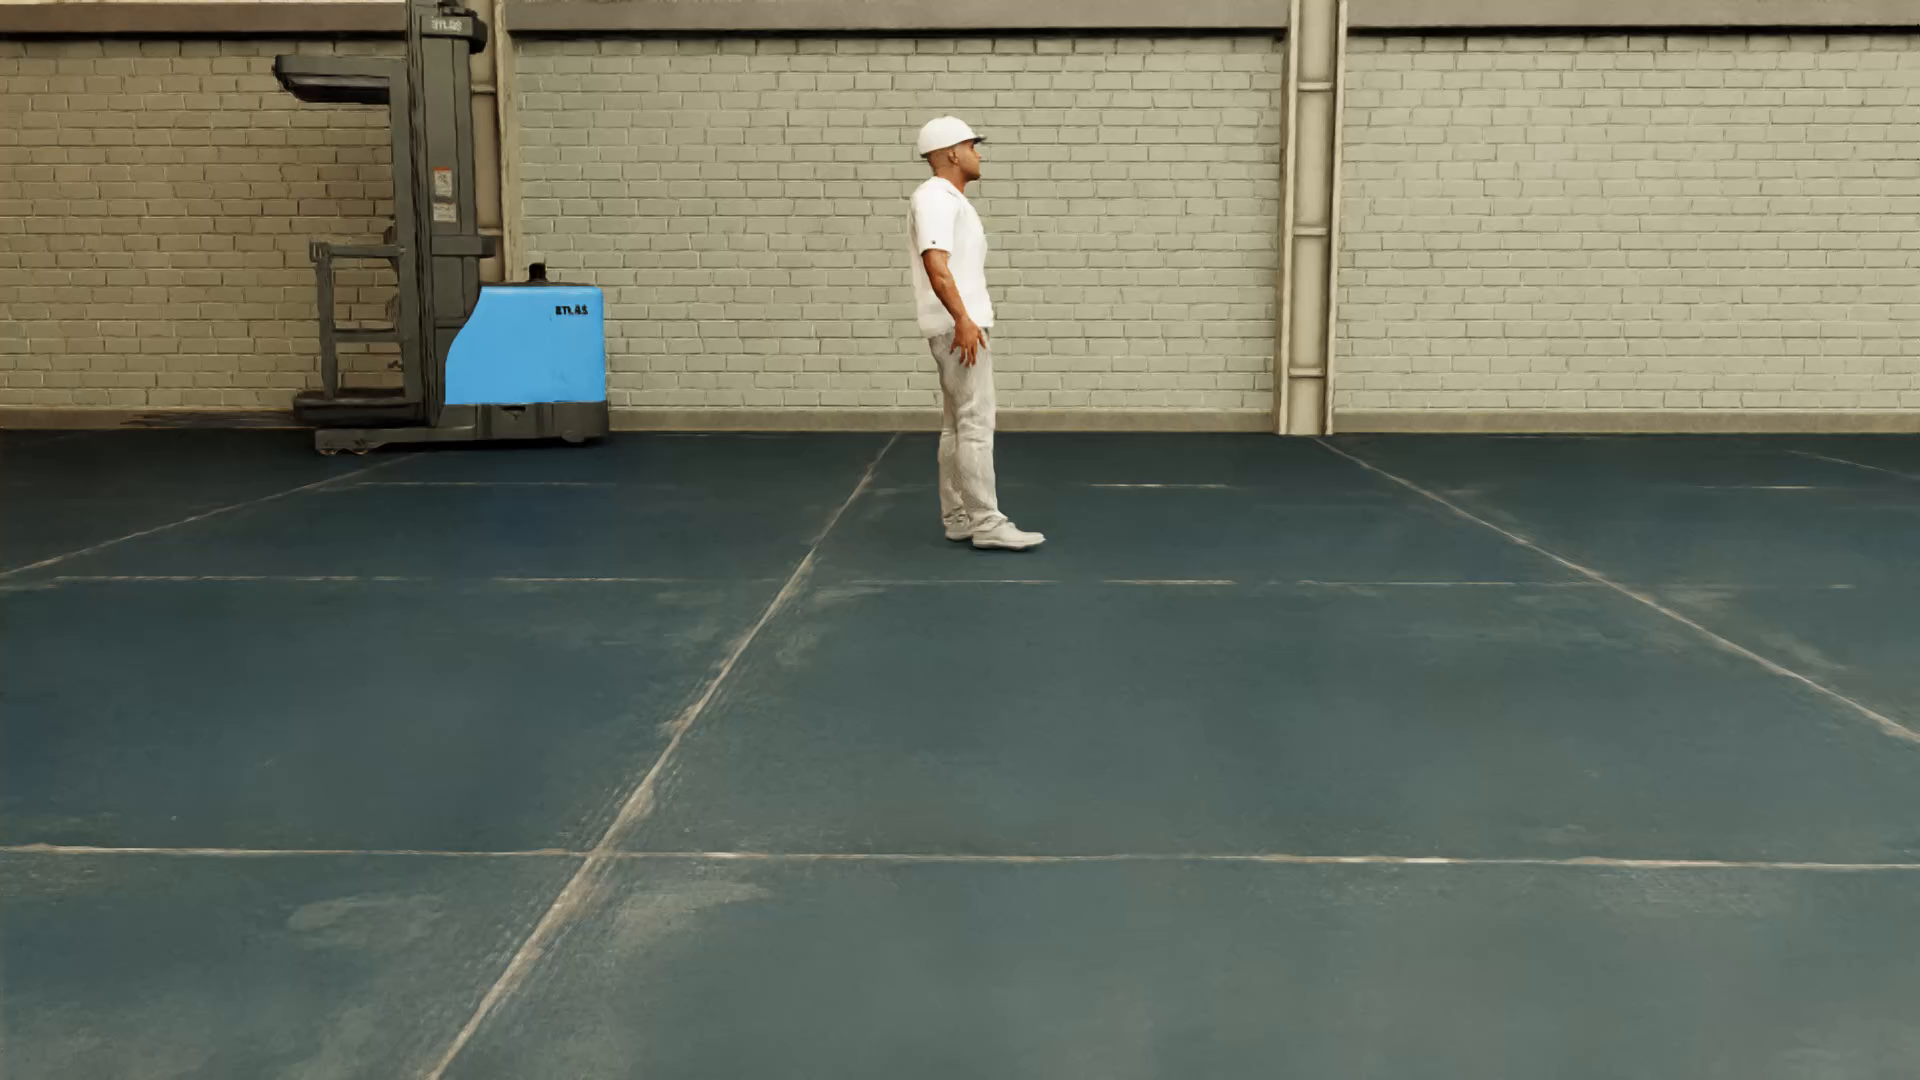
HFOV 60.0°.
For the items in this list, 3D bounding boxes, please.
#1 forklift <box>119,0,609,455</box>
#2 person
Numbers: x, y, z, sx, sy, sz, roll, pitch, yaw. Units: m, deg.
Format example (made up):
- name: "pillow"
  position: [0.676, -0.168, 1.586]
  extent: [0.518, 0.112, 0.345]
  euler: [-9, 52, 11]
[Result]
- name: "forklift"
  position: [-3.969, -2.086, 11.077]
  extent: [3.031, 2.935, 1.130]
  euler: [-3, 9, -18]
- name: "person"
  position: [0.070, -0.879, 6.986]
  extent: [0.576, 1.766, 0.665]
  euler: [0, 9, 1]
